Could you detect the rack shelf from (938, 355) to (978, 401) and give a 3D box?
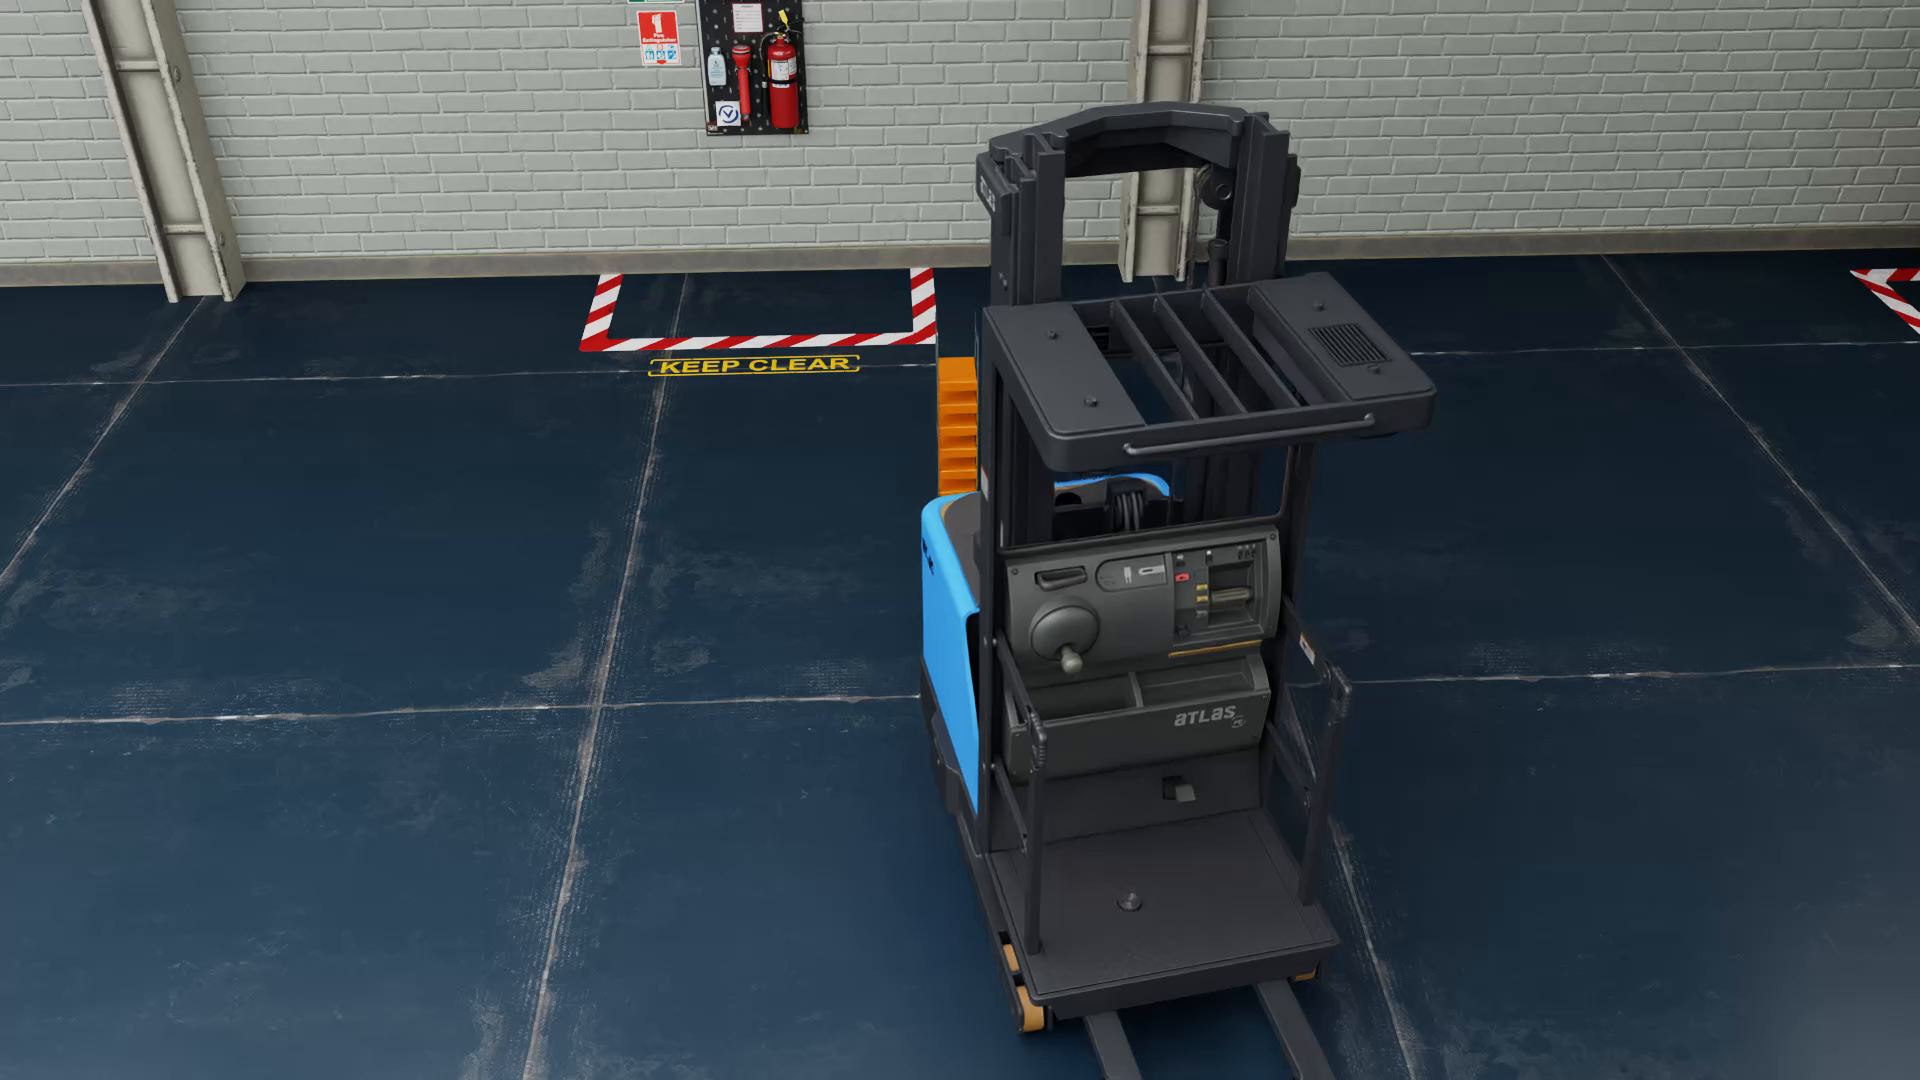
[{"bbox_3d":[-0.014,-0.752,7.728,0.180,0.103,0.258,-2,35,-2],"label":"rack shelf"}]

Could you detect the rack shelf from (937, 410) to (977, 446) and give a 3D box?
[{"bbox_3d":[-0.014,-0.555,7.865,0.180,0.103,0.258,-2,35,-2],"label":"rack shelf"}]

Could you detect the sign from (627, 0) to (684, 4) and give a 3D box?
[{"bbox_3d":[-1.786,-3.200,9.742,0.331,0.109,0.001,-2,35,-2],"label":"sign"}]

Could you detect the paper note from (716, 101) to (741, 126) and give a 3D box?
[{"bbox_3d":[-1.414,-2.601,10.147,0.142,0.148,0.016,-2,35,-2],"label":"paper note"}]

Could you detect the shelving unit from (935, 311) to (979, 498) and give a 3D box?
[{"bbox_3d":[-0.014,-0.493,7.908,0.189,1.200,0.258,-2,35,-2],"label":"shelving unit"}]

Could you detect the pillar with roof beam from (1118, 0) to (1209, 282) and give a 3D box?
[{"bbox_3d":[1.440,-2.994,4.668,0.400,9.000,9.100,-2,35,-2],"label":"pillar with roof beam"}]

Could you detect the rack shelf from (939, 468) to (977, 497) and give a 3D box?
[{"bbox_3d":[-0.014,-0.259,8.070,0.180,0.103,0.258,-2,35,-2],"label":"rack shelf"}]

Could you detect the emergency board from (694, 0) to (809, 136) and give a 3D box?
[{"bbox_3d":[-1.234,-2.929,9.847,0.643,1.169,0.194,-2,35,-2],"label":"emergency board"}]

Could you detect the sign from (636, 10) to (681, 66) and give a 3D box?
[{"bbox_3d":[-1.791,-2.988,9.900,0.234,0.329,0.001,-2,35,-2],"label":"sign"}]

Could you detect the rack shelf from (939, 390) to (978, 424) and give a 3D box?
[{"bbox_3d":[-0.014,-0.654,7.797,0.180,0.103,0.258,-2,35,-2],"label":"rack shelf"}]

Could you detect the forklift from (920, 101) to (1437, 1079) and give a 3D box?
[{"bbox_3d":[0.661,0.263,5.294,1.130,2.935,3.031,-7,35,-11],"label":"forklift"}]

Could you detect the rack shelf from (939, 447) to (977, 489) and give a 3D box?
[{"bbox_3d":[-0.014,-0.358,8.002,0.180,0.103,0.258,-2,35,-2],"label":"rack shelf"}]

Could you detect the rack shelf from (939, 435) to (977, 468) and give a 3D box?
[{"bbox_3d":[-0.014,-0.456,7.933,0.180,0.103,0.258,-2,35,-2],"label":"rack shelf"}]

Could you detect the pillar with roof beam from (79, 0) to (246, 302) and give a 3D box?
[{"bbox_3d":[-4.553,-2.832,4.435,0.400,9.000,9.100,-2,35,-2],"label":"pillar with roof beam"}]

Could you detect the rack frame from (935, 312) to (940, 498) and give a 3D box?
[{"bbox_3d":[-0.106,-0.491,7.904,0.006,1.200,0.240,-2,35,-2],"label":"rack frame"}]

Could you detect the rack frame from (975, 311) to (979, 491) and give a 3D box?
[{"bbox_3d":[0.077,-0.495,7.912,0.006,1.200,0.240,-2,35,-2],"label":"rack frame"}]
